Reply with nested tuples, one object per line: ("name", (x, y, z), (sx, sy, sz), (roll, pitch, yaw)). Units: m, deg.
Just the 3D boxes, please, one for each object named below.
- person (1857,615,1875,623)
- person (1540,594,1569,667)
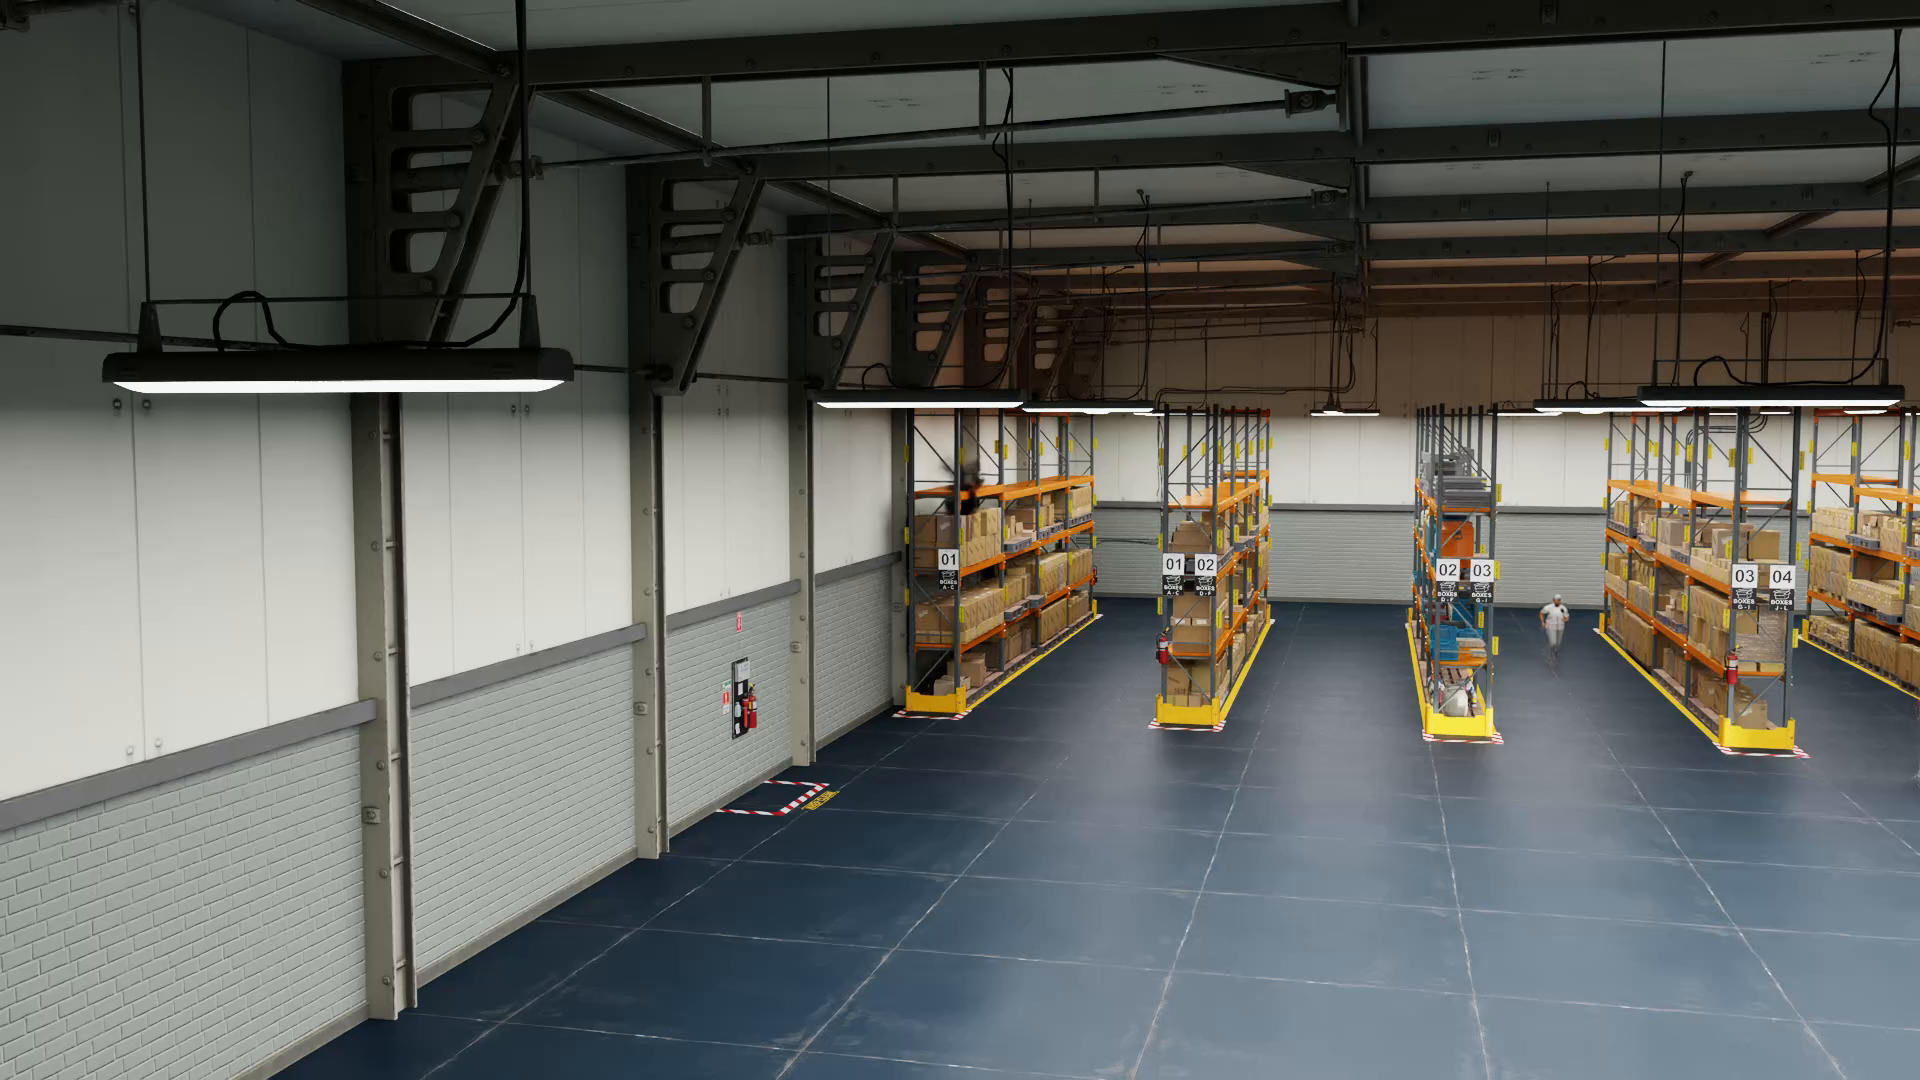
("person", (24.131, 1.686, 44.190), (0.756, 1.719, 0.543), (1, 4, 19))
("person", (13.783, 2.101, 38.499), (0.570, 1.705, 0.796), (0, 4, -1))
